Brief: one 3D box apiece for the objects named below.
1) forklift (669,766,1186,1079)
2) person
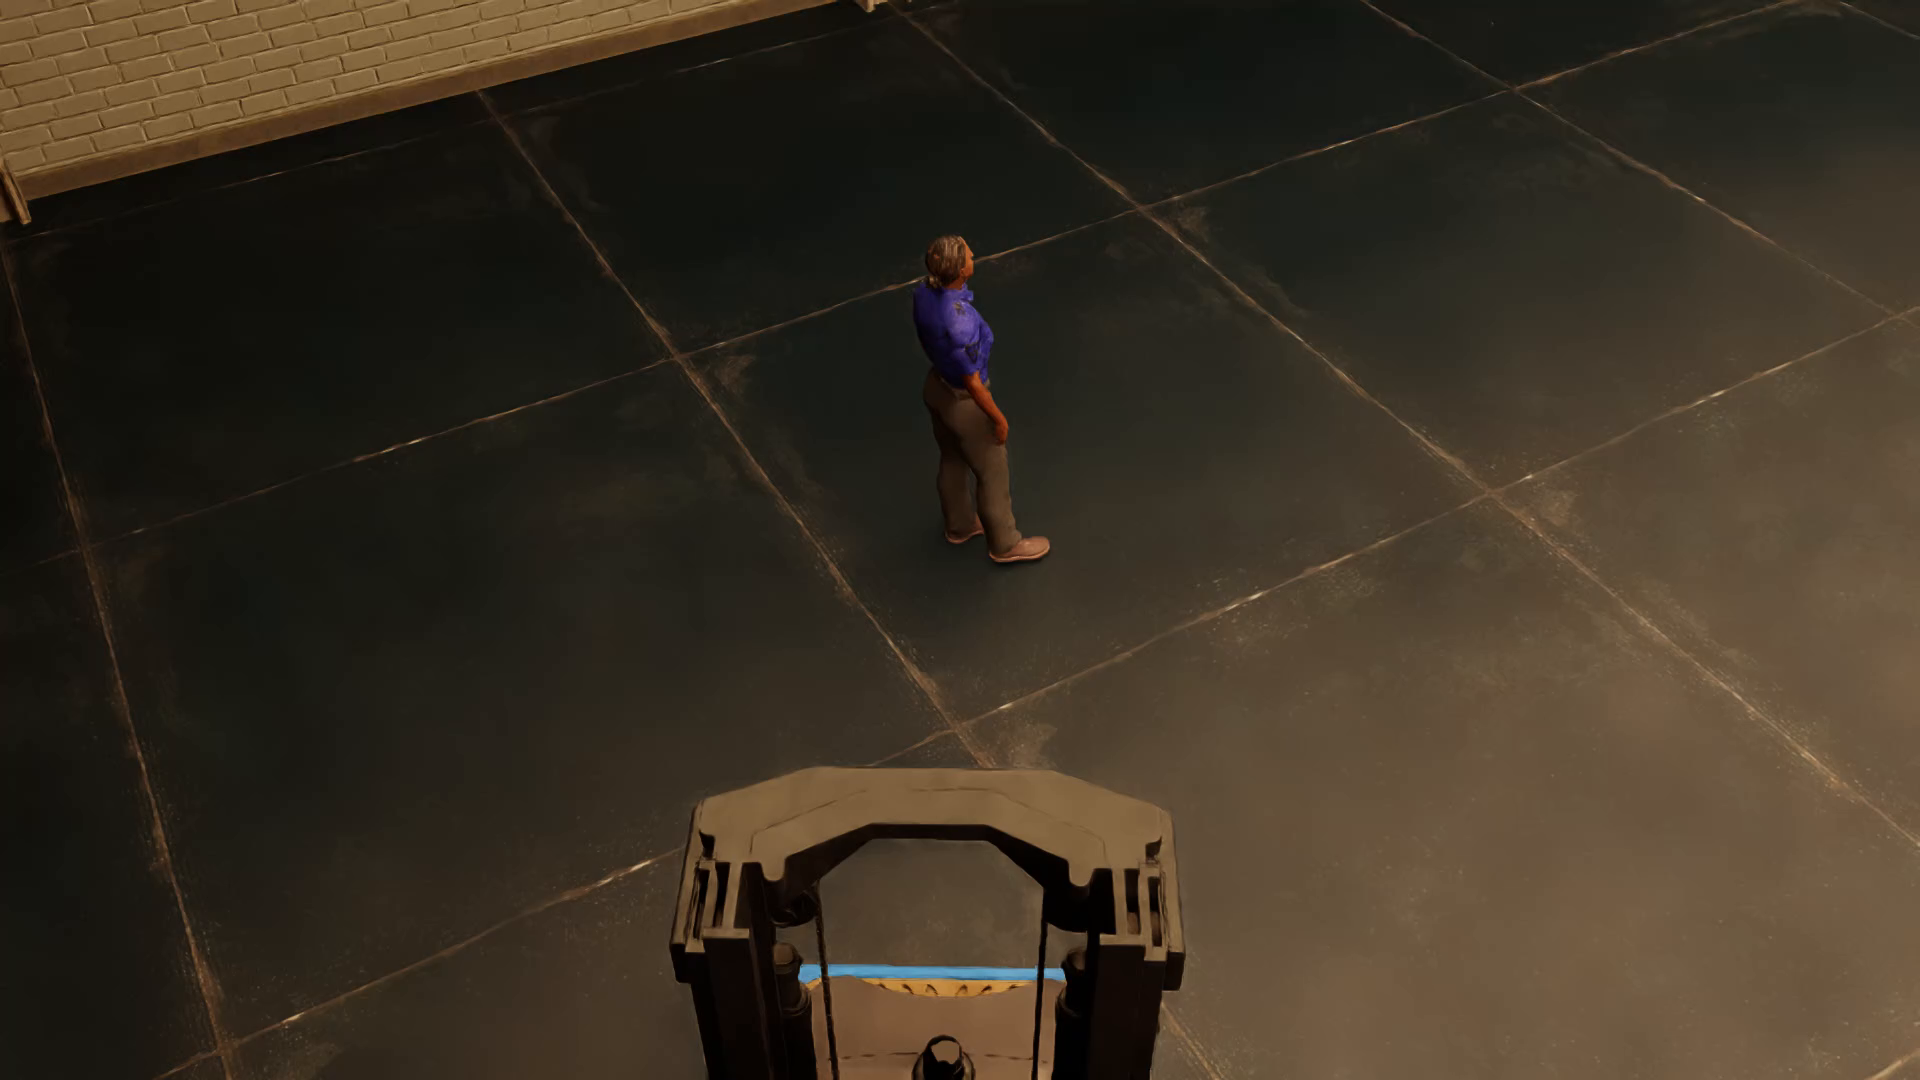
[{"bbox_3d":[-0.068,1.978,3.564,1.130,2.935,3.031,1,43,1],"label":"forklift"},{"bbox_3d":[0.086,-0.630,7.305,0.503,1.654,0.570,-21,47,-21],"label":"person"}]
